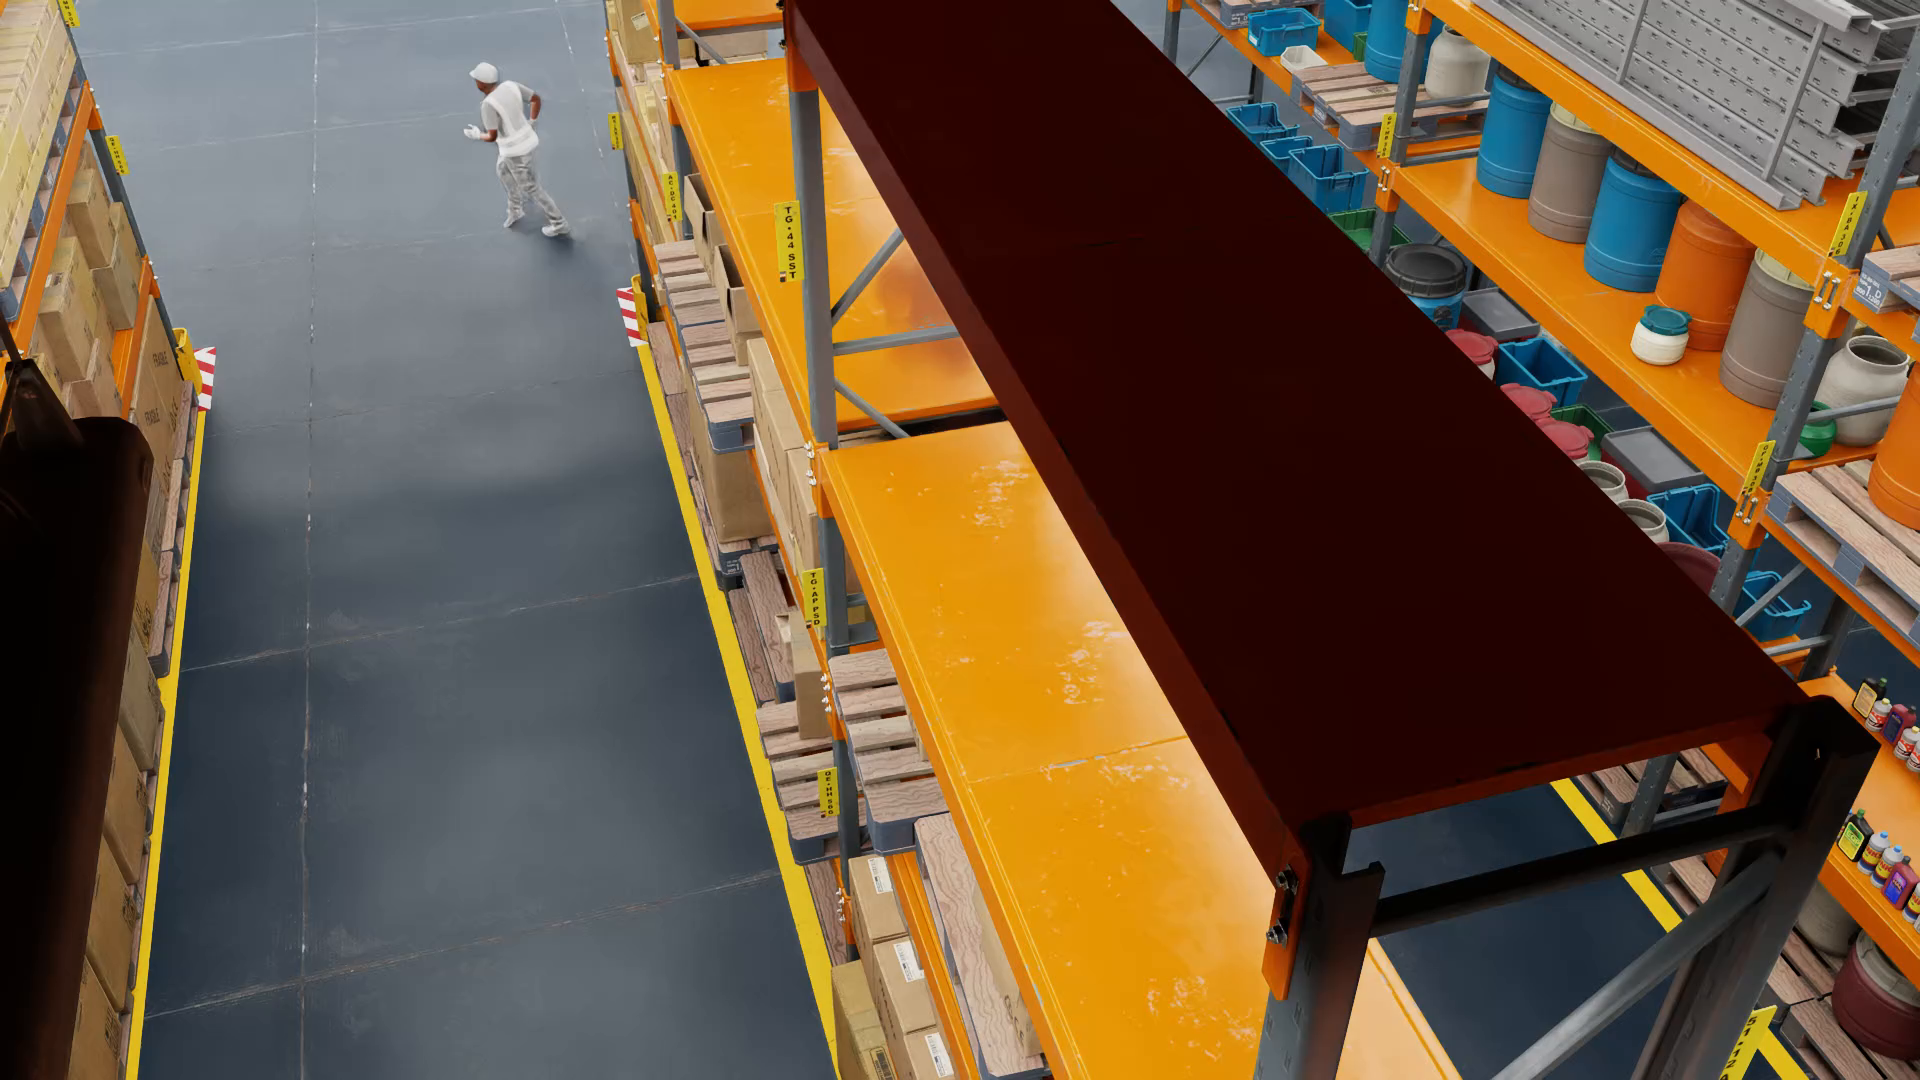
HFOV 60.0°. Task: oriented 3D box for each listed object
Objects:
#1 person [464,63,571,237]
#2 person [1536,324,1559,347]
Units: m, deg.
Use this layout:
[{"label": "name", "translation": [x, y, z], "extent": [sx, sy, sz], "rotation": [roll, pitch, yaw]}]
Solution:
[{"label": "person", "translation": [-4.291, -3.772, 16.211], "extent": [0.917, 1.771, 0.697], "rotation": [10, 40, 13]}, {"label": "person", "translation": [4.761, -1.776, 13.666], "extent": [0.686, 1.740, 0.622], "rotation": [-2, 38, -3]}]
